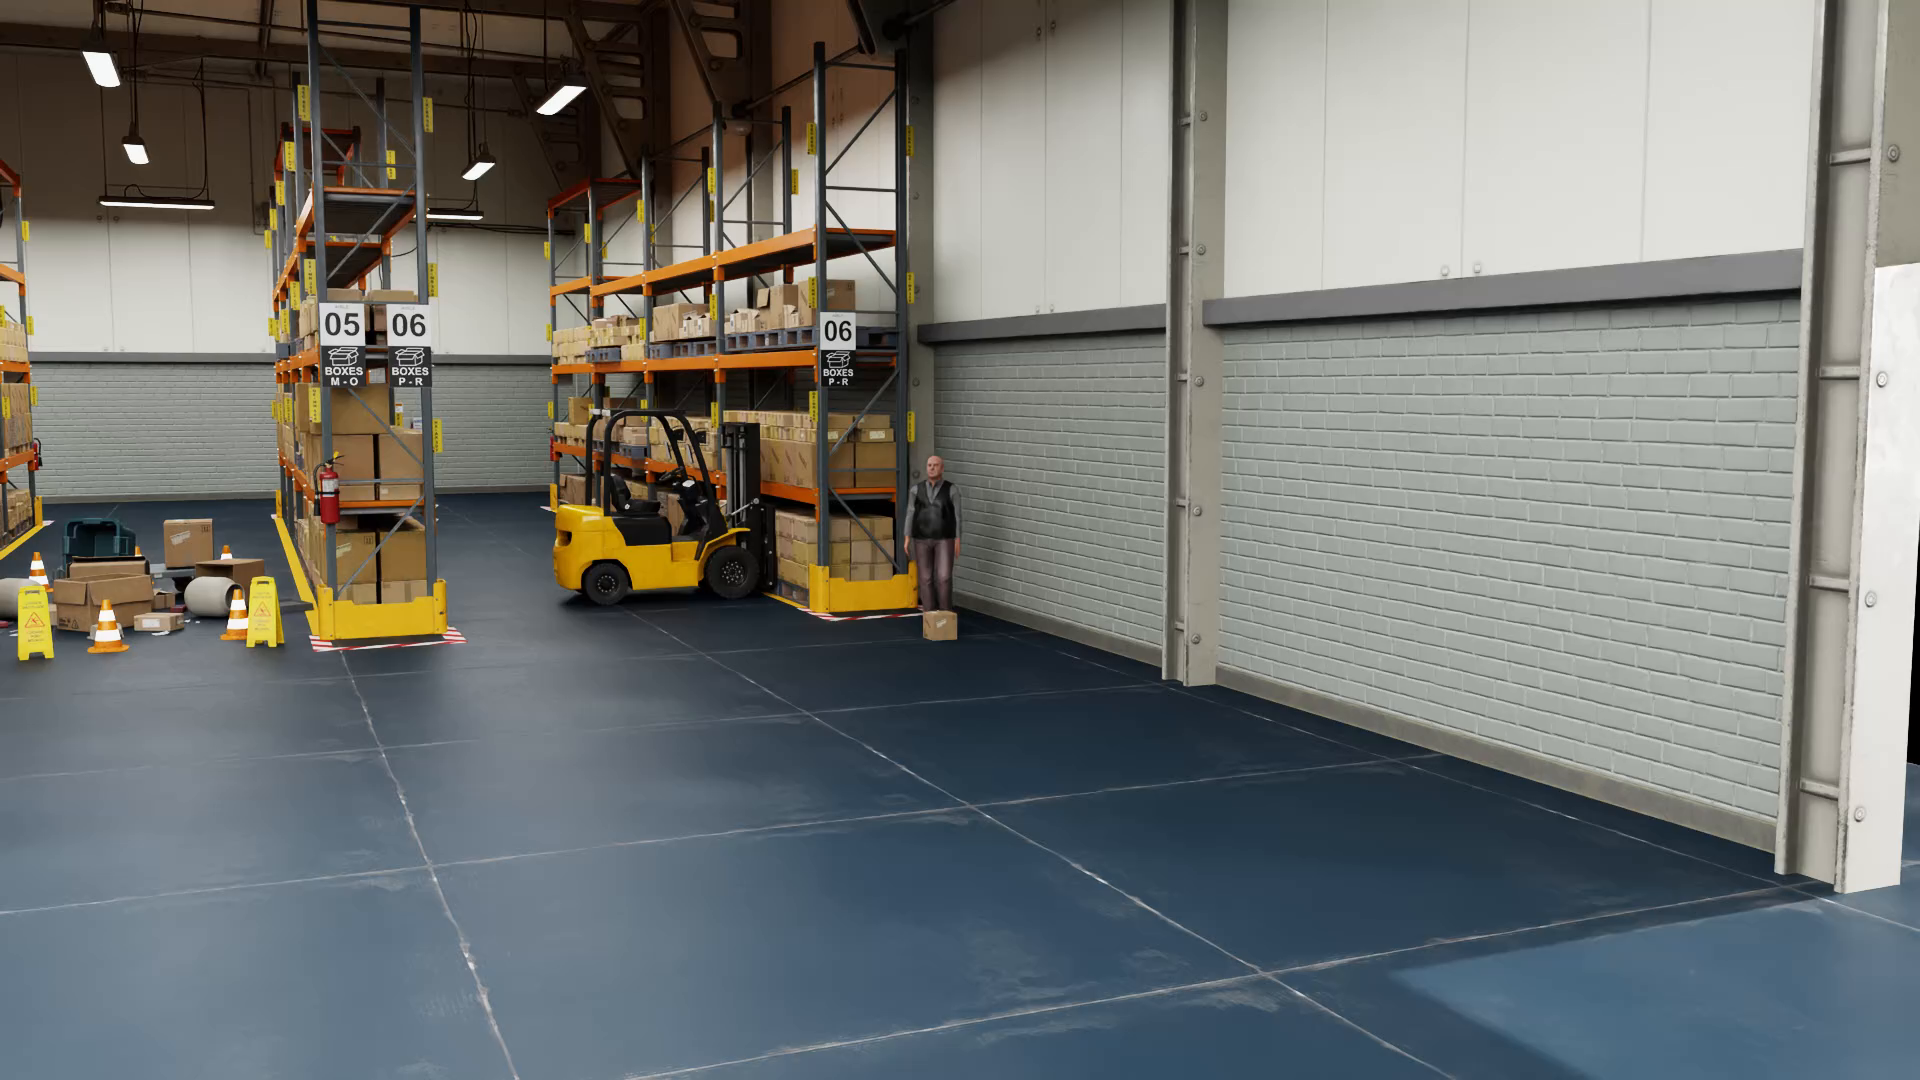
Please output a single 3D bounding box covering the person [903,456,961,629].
[{"bbox_3d":[-0.296,0.050,16.363,0.556,1.734,0.604,1,5,10],"label":"person"}]
